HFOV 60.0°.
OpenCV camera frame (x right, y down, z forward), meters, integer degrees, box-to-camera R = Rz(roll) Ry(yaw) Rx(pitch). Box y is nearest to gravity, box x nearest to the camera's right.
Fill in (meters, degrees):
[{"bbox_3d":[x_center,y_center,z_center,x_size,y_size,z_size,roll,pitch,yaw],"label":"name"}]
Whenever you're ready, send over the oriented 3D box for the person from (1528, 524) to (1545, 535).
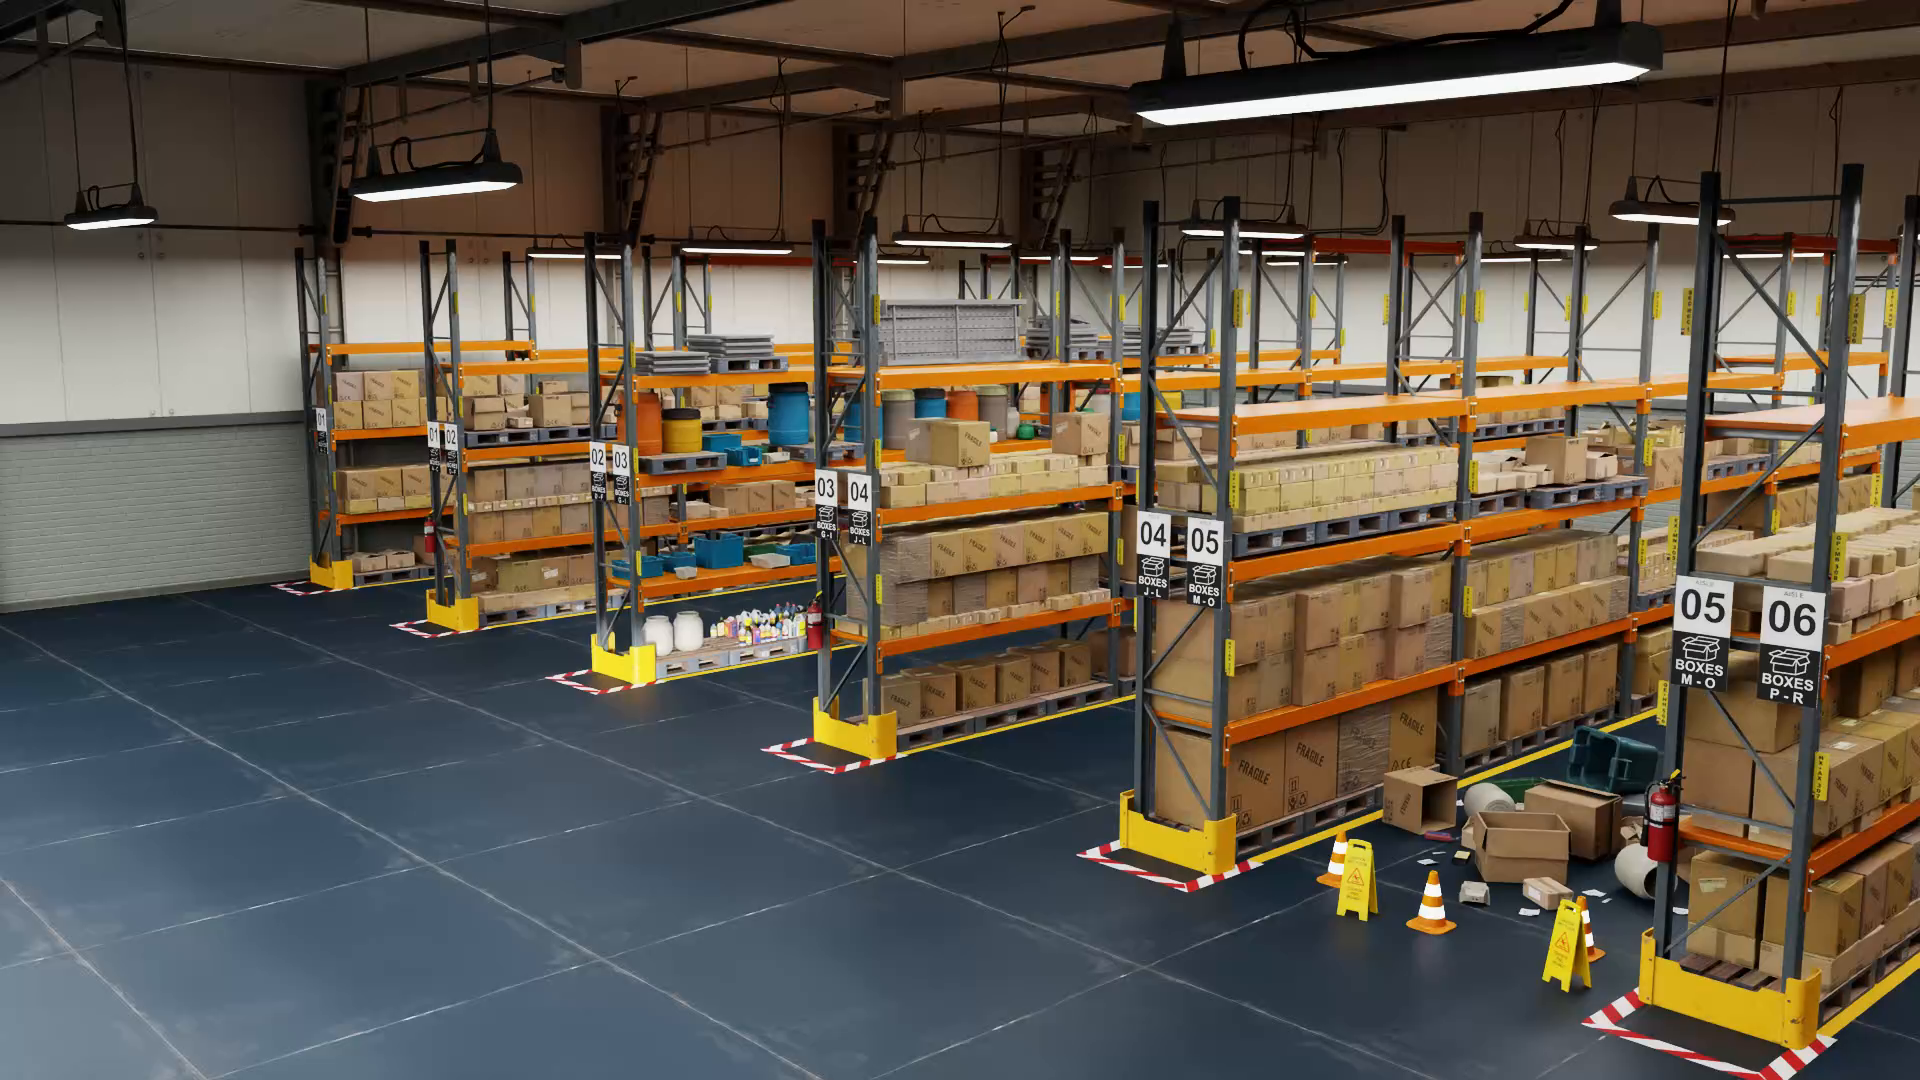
[{"bbox_3d":[8.814,0.560,25.608,0.653,1.780,0.677,8,11,42],"label":"person"}]
